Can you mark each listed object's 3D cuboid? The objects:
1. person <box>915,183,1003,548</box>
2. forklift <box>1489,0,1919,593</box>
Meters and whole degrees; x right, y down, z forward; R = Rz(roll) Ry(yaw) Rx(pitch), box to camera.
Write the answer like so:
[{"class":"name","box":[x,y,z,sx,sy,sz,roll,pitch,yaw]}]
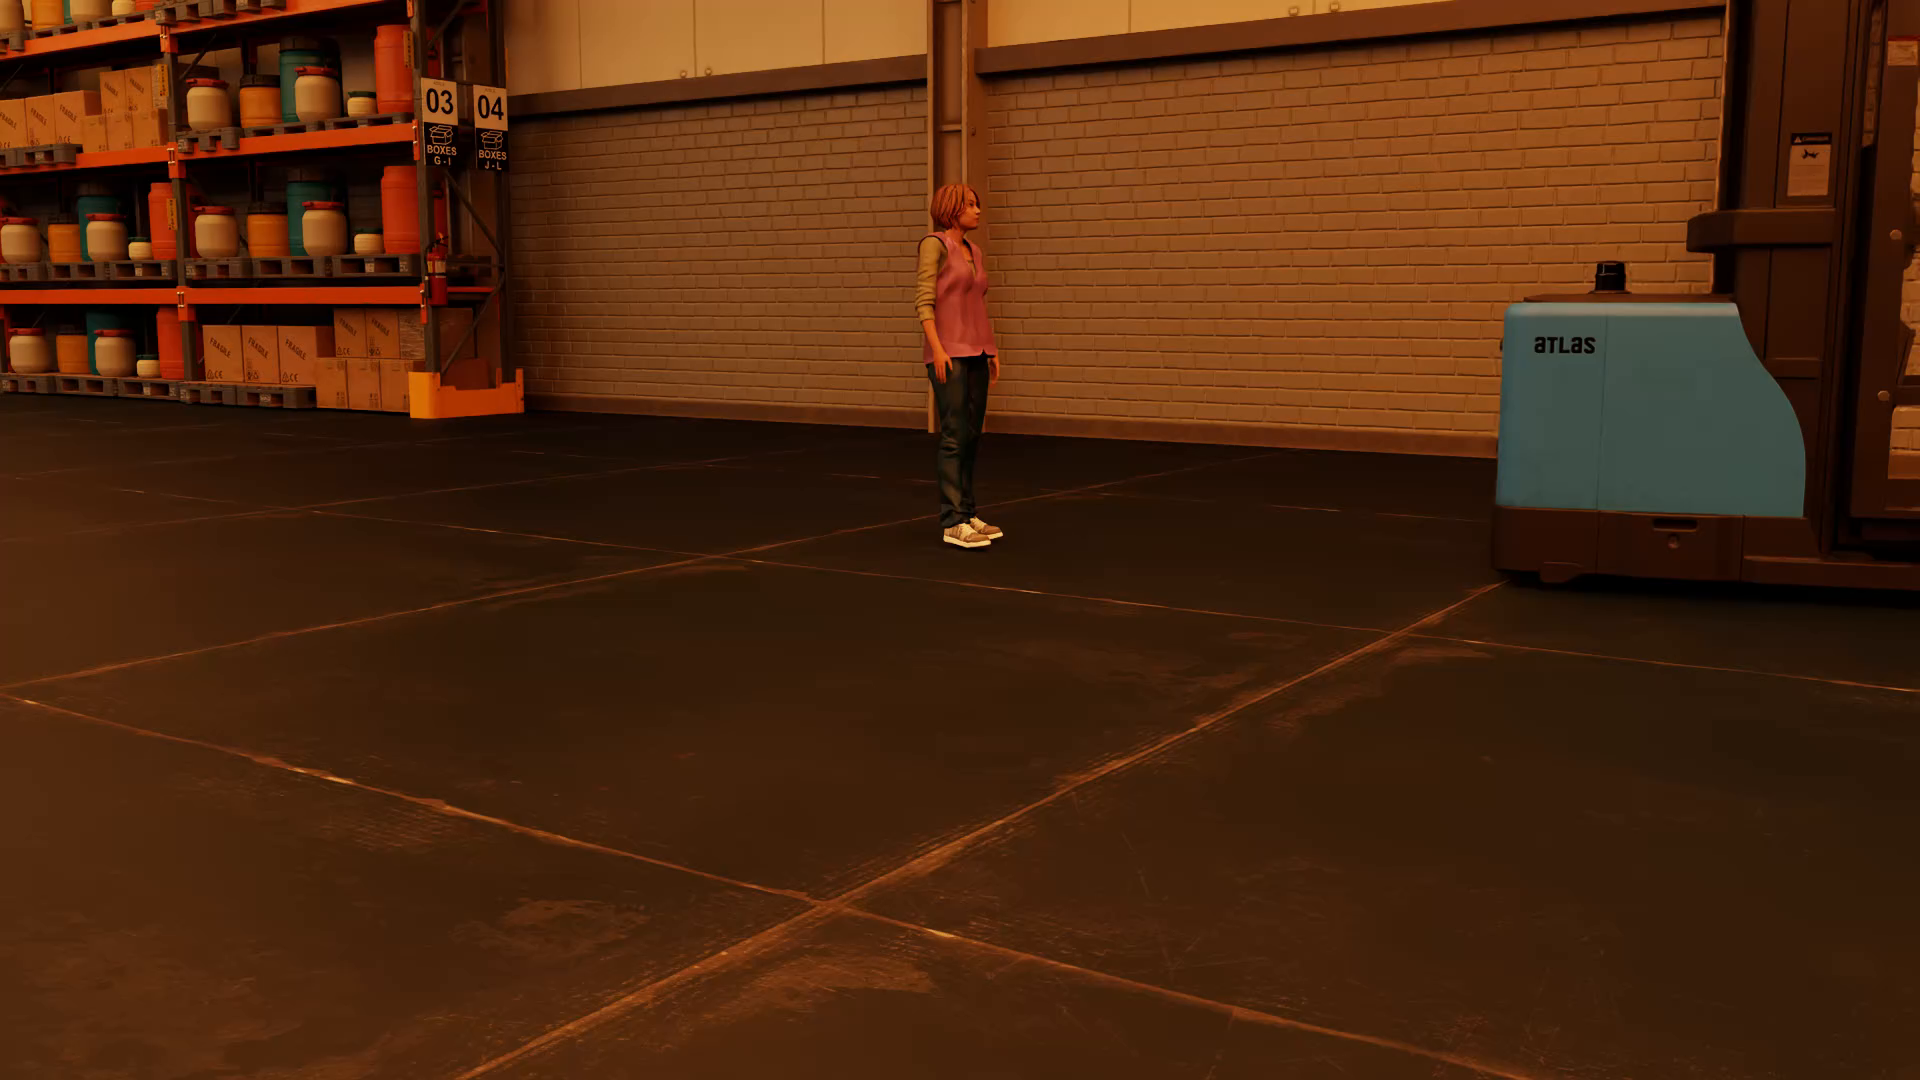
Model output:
[{"class":"person","box":[0.054,-0.791,7.437,0.473,1.599,0.520,5,10,34]},{"class":"forklift","box":[3.608,-1.270,6.126,3.031,2.935,1.130,3,9,18]}]
